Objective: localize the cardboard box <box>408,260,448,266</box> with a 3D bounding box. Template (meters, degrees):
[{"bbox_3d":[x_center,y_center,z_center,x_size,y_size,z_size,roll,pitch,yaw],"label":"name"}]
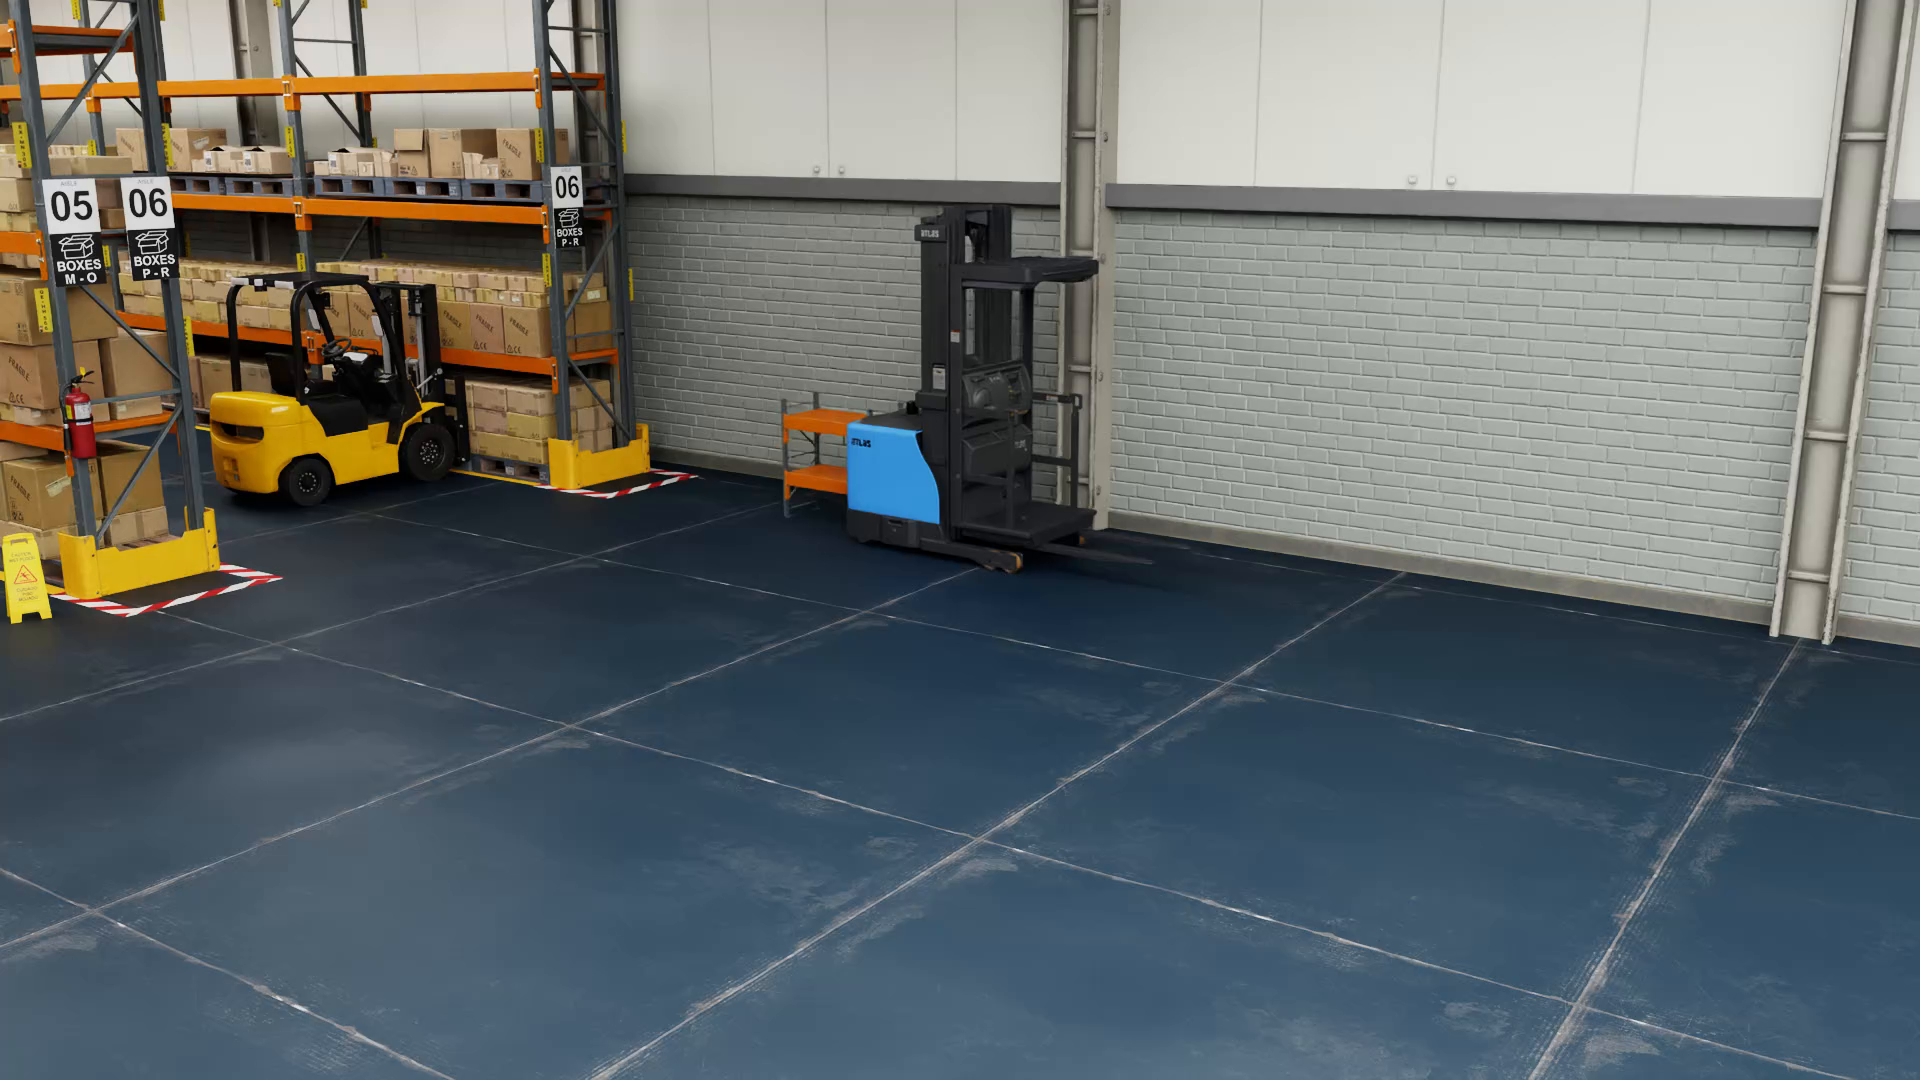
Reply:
[{"bbox_3d":[-6.009,-3.071,18.810,0.250,0.149,0.380,9,16,32],"label":"cardboard box"}]

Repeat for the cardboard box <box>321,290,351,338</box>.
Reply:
[{"bbox_3d":[-6.875,-2.579,18.790,0.500,0.500,0.500,9,16,31],"label":"cardboard box"}]

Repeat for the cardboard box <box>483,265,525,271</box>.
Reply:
[{"bbox_3d":[-4.955,-2.897,18.105,0.250,0.149,0.380,9,16,31],"label":"cardboard box"}]

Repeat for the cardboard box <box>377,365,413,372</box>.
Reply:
[{"bbox_3d":[-6.452,-1.798,18.612,0.500,0.250,0.500,9,17,33],"label":"cardboard box"}]

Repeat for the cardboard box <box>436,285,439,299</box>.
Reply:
[{"bbox_3d":[-5.457,-2.678,17.841,0.250,0.149,0.380,9,17,32],"label":"cardboard box"}]

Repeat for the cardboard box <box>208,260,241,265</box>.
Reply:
[{"bbox_3d":[-9.157,-3.409,20.794,0.250,0.149,0.380,9,17,32],"label":"cardboard box"}]

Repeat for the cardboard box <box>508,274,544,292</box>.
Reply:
[{"bbox_3d":[-4.415,-2.646,17.093,0.250,0.149,0.380,9,17,33],"label":"cardboard box"}]

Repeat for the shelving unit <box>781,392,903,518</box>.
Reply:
[{"bbox_3d":[-1.089,-0.736,15.456,1.048,1.125,0.538,10,17,35],"label":"shelving unit"}]

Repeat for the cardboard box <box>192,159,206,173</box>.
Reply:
[{"bbox_3d":[-8.819,-4.419,19.629,0.250,0.149,0.380,9,16,32],"label":"cardboard box"}]

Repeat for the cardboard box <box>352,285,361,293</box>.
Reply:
[{"bbox_3d":[-6.532,-2.846,18.520,0.250,0.149,0.380,9,17,33],"label":"cardboard box"}]

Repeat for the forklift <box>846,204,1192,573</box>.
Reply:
[{"bbox_3d":[0.486,-1.294,13.950,3.031,2.935,1.130,10,17,35],"label":"forklift"}]

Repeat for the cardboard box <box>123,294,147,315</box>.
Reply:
[{"bbox_3d":[-10.184,-2.997,21.000,0.500,0.250,0.500,9,17,33],"label":"cardboard box"}]

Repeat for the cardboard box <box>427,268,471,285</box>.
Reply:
[{"bbox_3d":[-5.469,-2.824,17.810,0.250,0.149,0.380,9,17,34],"label":"cardboard box"}]

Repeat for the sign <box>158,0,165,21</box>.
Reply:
[{"bbox_3d":[-10.109,-6.732,21.016,0.005,0.325,0.100,9,17,33],"label":"sign"}]

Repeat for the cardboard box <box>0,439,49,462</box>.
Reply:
[{"bbox_3d":[-7.697,-0.754,13.566,0.250,0.149,0.380,10,17,34],"label":"cardboard box"}]

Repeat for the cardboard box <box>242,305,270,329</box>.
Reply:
[{"bbox_3d":[-8.081,-2.651,19.601,0.500,0.250,0.500,9,17,32],"label":"cardboard box"}]

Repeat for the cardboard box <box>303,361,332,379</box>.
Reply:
[{"bbox_3d":[-7.536,-1.761,19.761,0.625,0.625,0.875,10,17,35],"label":"cardboard box"}]

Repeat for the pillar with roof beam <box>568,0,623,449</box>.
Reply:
[{"bbox_3d":[-6.255,-4.432,14.000,0.400,9.000,9.100,9,17,33],"label":"pillar with roof beam"}]

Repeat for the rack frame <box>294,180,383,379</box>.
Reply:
[{"bbox_3d":[-7.097,-2.642,19.252,0.127,3.000,1.000,9,17,33],"label":"rack frame"}]

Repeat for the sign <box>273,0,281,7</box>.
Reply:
[{"bbox_3d":[-7.390,-5.936,17.966,0.005,0.325,0.100,9,17,33],"label":"sign"}]

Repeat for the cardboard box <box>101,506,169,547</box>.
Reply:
[{"bbox_3d":[-7.060,-0.148,14.025,0.500,0.250,0.500,9,17,32],"label":"cardboard box"}]

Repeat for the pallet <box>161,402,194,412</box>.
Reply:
[{"bbox_3d":[-9.755,-1.706,21.277,1.213,0.211,1.003,9,17,33],"label":"pallet"}]

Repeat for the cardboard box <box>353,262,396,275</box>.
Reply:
[{"bbox_3d":[-6.514,-2.998,18.515,0.250,0.149,0.380,9,16,32],"label":"cardboard box"}]

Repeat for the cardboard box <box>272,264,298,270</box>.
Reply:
[{"bbox_3d":[-8.085,-3.244,20.126,0.250,0.149,0.380,9,17,33],"label":"cardboard box"}]

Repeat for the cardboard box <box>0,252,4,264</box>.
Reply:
[{"bbox_3d":[-13.029,-3.788,22.801,0.500,0.500,0.700,9,17,33],"label":"cardboard box"}]

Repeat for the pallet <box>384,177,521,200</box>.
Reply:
[{"bbox_3d":[-5.367,-3.782,17.800,1.213,0.211,1.003,9,17,33],"label":"pallet"}]

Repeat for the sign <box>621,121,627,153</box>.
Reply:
[{"bbox_3d":[-3.463,-4.134,17.054,0.005,0.325,0.100,9,17,33],"label":"sign"}]

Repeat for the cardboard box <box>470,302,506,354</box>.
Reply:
[{"bbox_3d":[-4.758,-2.239,17.417,0.500,0.500,0.500,10,17,35],"label":"cardboard box"}]

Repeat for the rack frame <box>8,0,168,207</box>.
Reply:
[{"bbox_3d":[-6.545,-4.027,12.365,0.127,3.000,1.000,9,17,33],"label":"rack frame"}]

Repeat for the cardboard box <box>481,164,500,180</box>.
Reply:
[{"bbox_3d":[-4.635,-3.742,16.897,0.250,0.149,0.380,9,16,31],"label":"cardboard box"}]

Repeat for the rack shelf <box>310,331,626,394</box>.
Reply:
[{"bbox_3d":[-5.437,-2.024,18.255,4.000,0.370,1.077,9,17,33],"label":"rack shelf"}]

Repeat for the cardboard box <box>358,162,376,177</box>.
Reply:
[{"bbox_3d":[-6.256,-4.004,17.956,0.250,0.149,0.380,10,17,34],"label":"cardboard box"}]

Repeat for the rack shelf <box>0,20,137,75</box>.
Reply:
[{"bbox_3d":[-8.205,-3.945,13.535,4.000,0.370,1.077,9,17,33],"label":"rack shelf"}]

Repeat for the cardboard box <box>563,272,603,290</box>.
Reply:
[{"bbox_3d":[-3.937,-2.701,17.314,0.250,0.149,0.380,9,16,32],"label":"cardboard box"}]

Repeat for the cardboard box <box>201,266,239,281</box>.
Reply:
[{"bbox_3d":[-8.844,-3.192,19.918,0.250,0.149,0.380,9,16,31],"label":"cardboard box"}]

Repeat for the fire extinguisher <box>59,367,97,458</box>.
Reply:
[{"bbox_3d":[-6.707,-0.970,12.662,0.183,0.674,0.296,9,17,33],"label":"fire extinguisher"}]

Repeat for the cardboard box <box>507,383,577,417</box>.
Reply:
[{"bbox_3d":[-4.334,-1.459,17.244,0.500,0.250,0.500,10,17,35],"label":"cardboard box"}]

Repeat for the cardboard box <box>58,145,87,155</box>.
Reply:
[{"bbox_3d":[-11.275,-4.968,21.272,0.250,0.149,0.380,9,16,31],"label":"cardboard box"}]

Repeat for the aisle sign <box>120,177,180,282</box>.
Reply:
[{"bbox_3d":[-6.321,-2.431,12.989,0.004,0.787,0.394,9,17,33],"label":"aisle sign"}]

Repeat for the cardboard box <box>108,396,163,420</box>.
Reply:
[{"bbox_3d":[-6.711,-1.080,13.466,0.250,0.149,0.380,9,17,33],"label":"cardboard box"}]

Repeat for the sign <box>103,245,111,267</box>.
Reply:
[{"bbox_3d":[-10.711,-3.592,20.848,0.005,0.325,0.100,9,17,33],"label":"sign"}]

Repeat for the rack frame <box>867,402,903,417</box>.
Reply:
[{"bbox_3d":[-0.676,-0.665,15.168,0.032,1.125,0.500,10,17,35],"label":"rack frame"}]

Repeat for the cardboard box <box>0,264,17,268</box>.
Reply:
[{"bbox_3d":[-8.324,-2.030,13.874,0.500,0.500,0.700,9,17,32],"label":"cardboard box"}]

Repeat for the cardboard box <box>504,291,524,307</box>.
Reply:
[{"bbox_3d":[-4.451,-2.488,17.072,0.250,0.149,0.380,9,17,34],"label":"cardboard box"}]

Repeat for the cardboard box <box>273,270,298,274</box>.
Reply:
[{"bbox_3d":[-7.729,-3.038,19.294,0.250,0.149,0.380,9,16,32],"label":"cardboard box"}]

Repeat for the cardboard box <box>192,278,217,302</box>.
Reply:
[{"bbox_3d":[-8.907,-3.035,20.114,0.500,0.250,0.500,9,17,34],"label":"cardboard box"}]

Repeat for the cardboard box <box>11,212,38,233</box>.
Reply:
[{"bbox_3d":[-6.997,-2.441,12.723,0.250,0.149,0.380,9,17,33],"label":"cardboard box"}]

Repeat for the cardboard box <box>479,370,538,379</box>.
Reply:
[{"bbox_3d":[-4.897,-1.697,18.205,0.500,0.250,0.500,9,17,32],"label":"cardboard box"}]

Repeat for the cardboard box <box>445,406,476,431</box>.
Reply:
[{"bbox_3d":[-5.207,-1.355,17.860,0.500,0.250,0.500,9,16,32],"label":"cardboard box"}]
